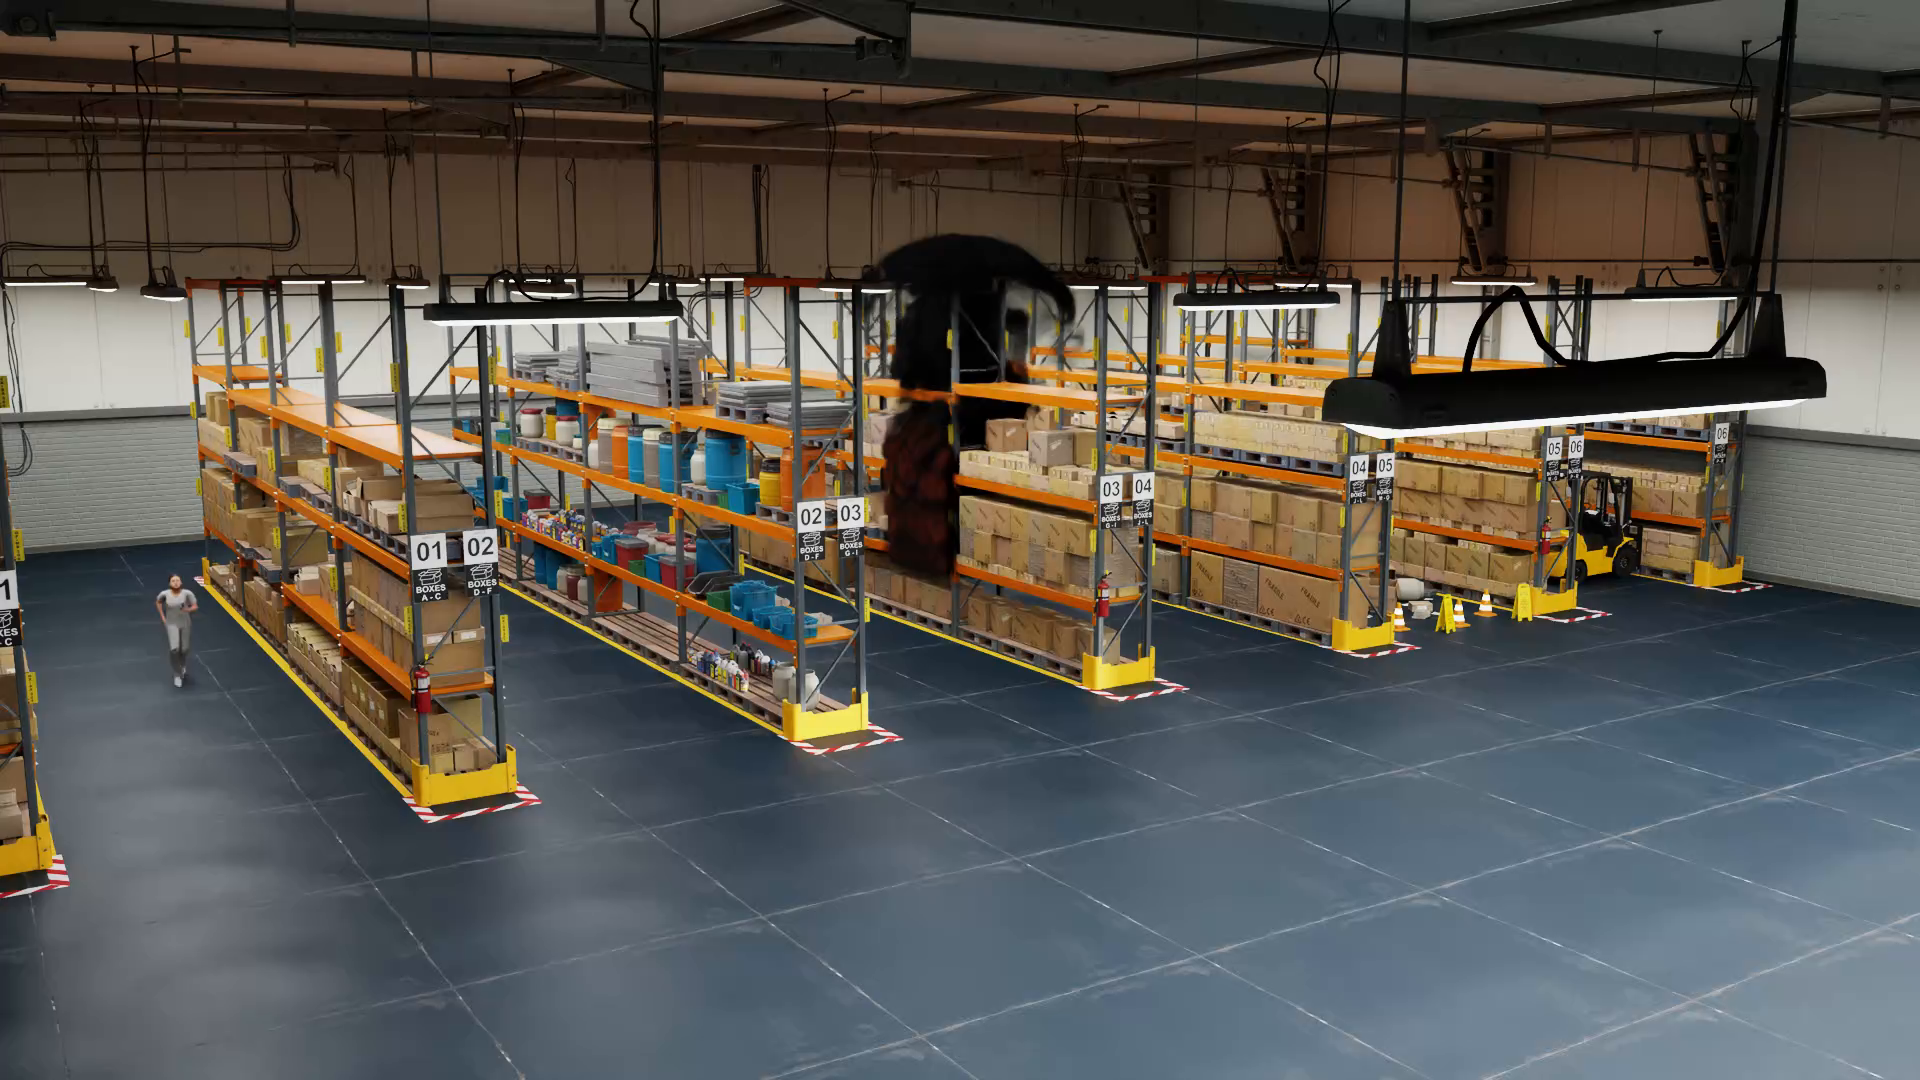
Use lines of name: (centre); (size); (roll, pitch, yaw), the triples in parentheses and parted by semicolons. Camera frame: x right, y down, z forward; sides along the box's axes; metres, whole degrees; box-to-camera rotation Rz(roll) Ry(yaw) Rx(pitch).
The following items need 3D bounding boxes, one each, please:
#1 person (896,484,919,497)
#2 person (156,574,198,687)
person: (-1.286, -1.490, 41.941); (0.671, 1.703, 0.658); (3, 10, 18)
person: (-11.825, 1.330, 25.180); (0.545, 1.708, 0.787); (-6, 11, -32)
